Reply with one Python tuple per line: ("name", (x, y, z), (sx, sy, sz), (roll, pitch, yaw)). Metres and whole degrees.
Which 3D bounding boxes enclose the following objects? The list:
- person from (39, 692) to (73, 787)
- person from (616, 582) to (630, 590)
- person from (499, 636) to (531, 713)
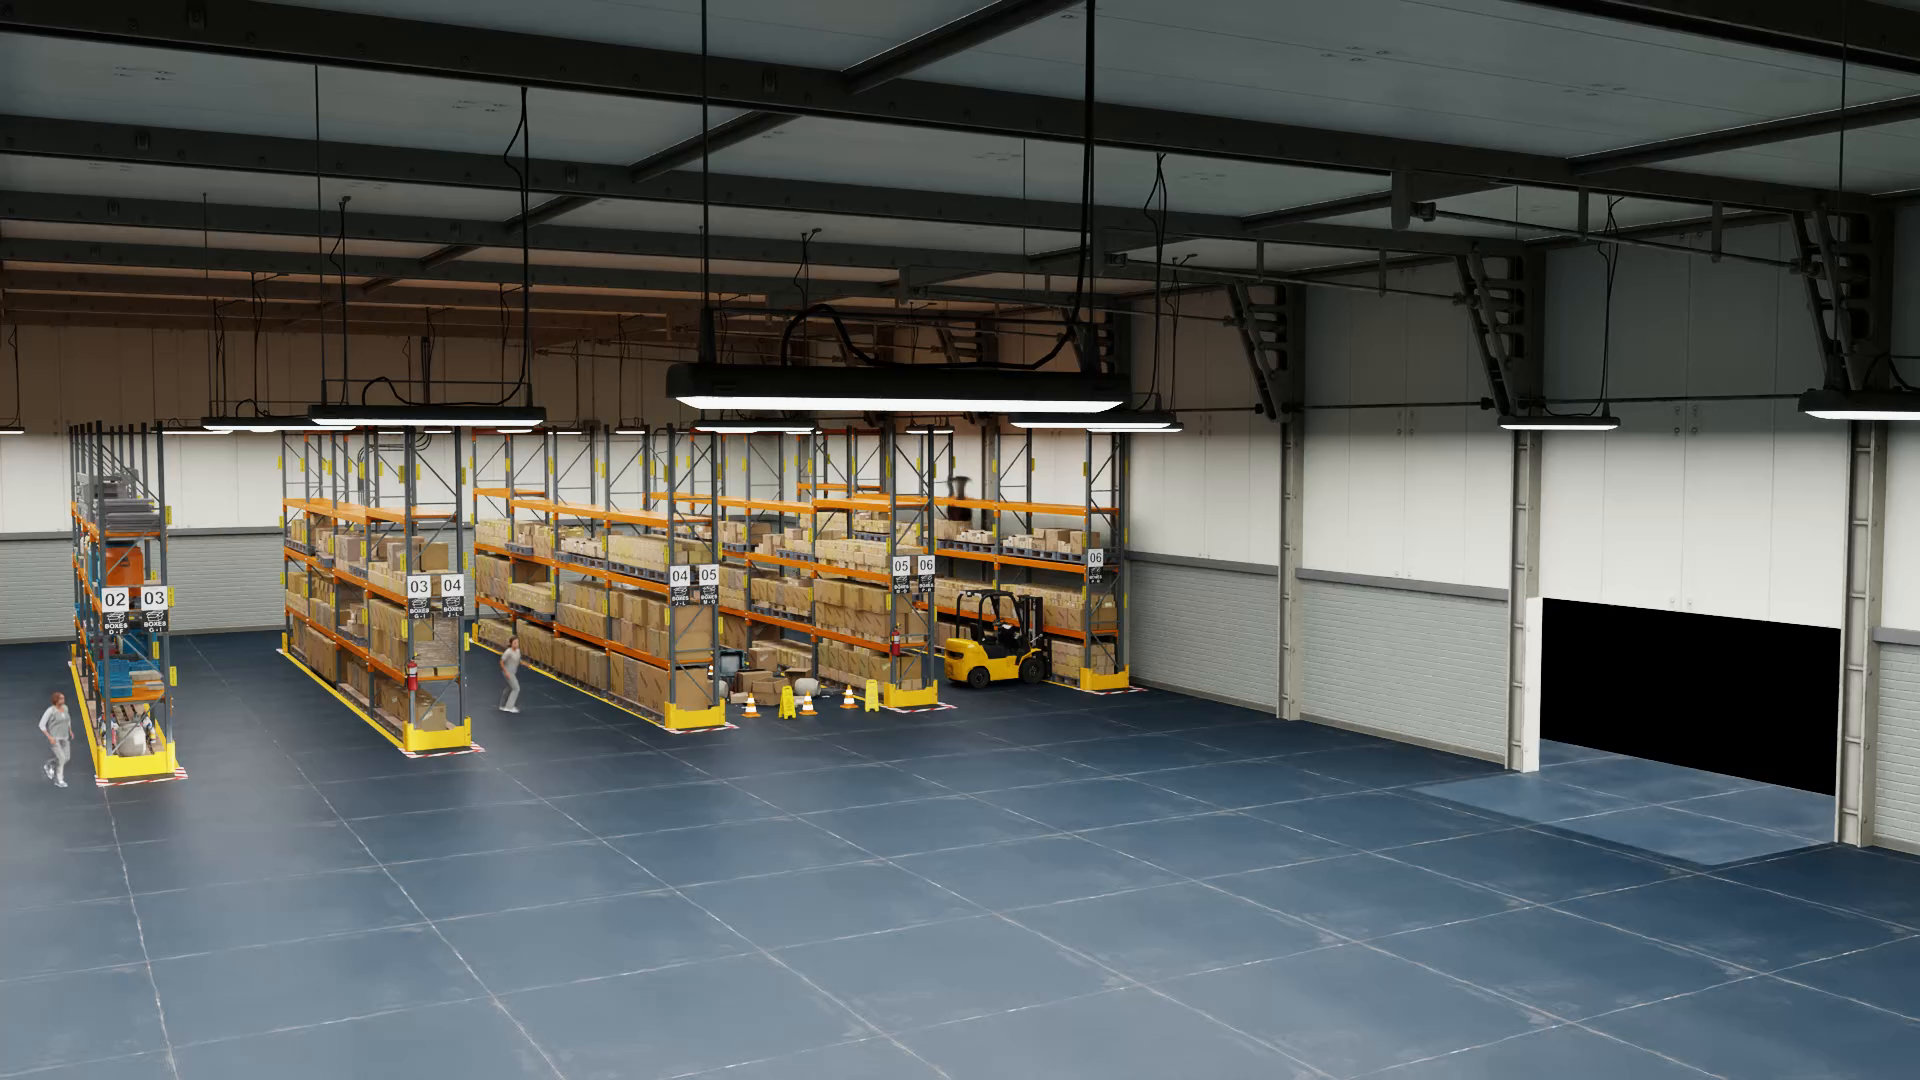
("person", (-14.877, 3.266, 27.285), (0.567, 1.563, 0.565), (1, 4, 22))
("person", (-10.255, 1.793, 50.559), (0.552, 1.615, 0.654), (-2, 4, -35))
("person", (-9.328, 2.799, 34.690), (0.764, 1.608, 0.612), (0, 4, 7))
